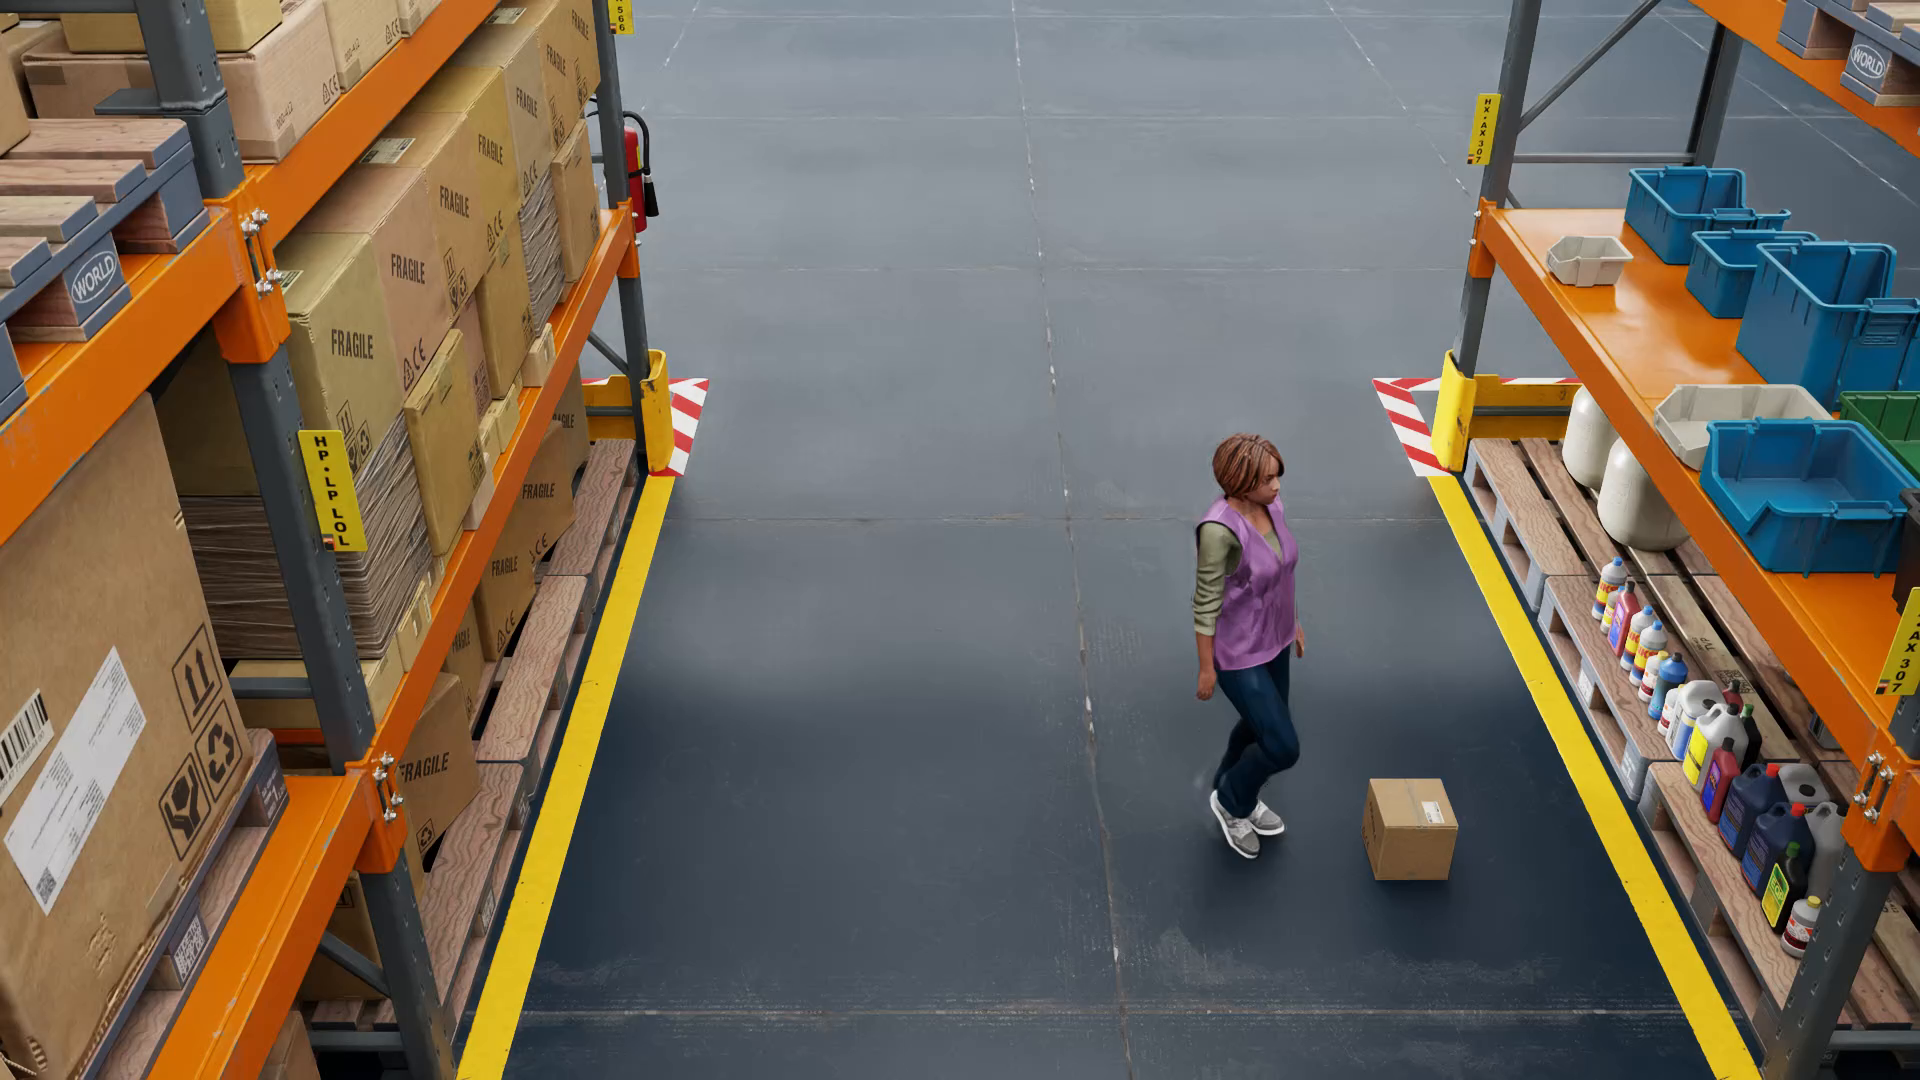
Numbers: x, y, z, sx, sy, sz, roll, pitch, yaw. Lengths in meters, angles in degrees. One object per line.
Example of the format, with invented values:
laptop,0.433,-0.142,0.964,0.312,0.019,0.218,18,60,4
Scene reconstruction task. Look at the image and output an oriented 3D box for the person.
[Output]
person,0.967,0.363,5.542,0.344,1.607,0.449,22,38,30
